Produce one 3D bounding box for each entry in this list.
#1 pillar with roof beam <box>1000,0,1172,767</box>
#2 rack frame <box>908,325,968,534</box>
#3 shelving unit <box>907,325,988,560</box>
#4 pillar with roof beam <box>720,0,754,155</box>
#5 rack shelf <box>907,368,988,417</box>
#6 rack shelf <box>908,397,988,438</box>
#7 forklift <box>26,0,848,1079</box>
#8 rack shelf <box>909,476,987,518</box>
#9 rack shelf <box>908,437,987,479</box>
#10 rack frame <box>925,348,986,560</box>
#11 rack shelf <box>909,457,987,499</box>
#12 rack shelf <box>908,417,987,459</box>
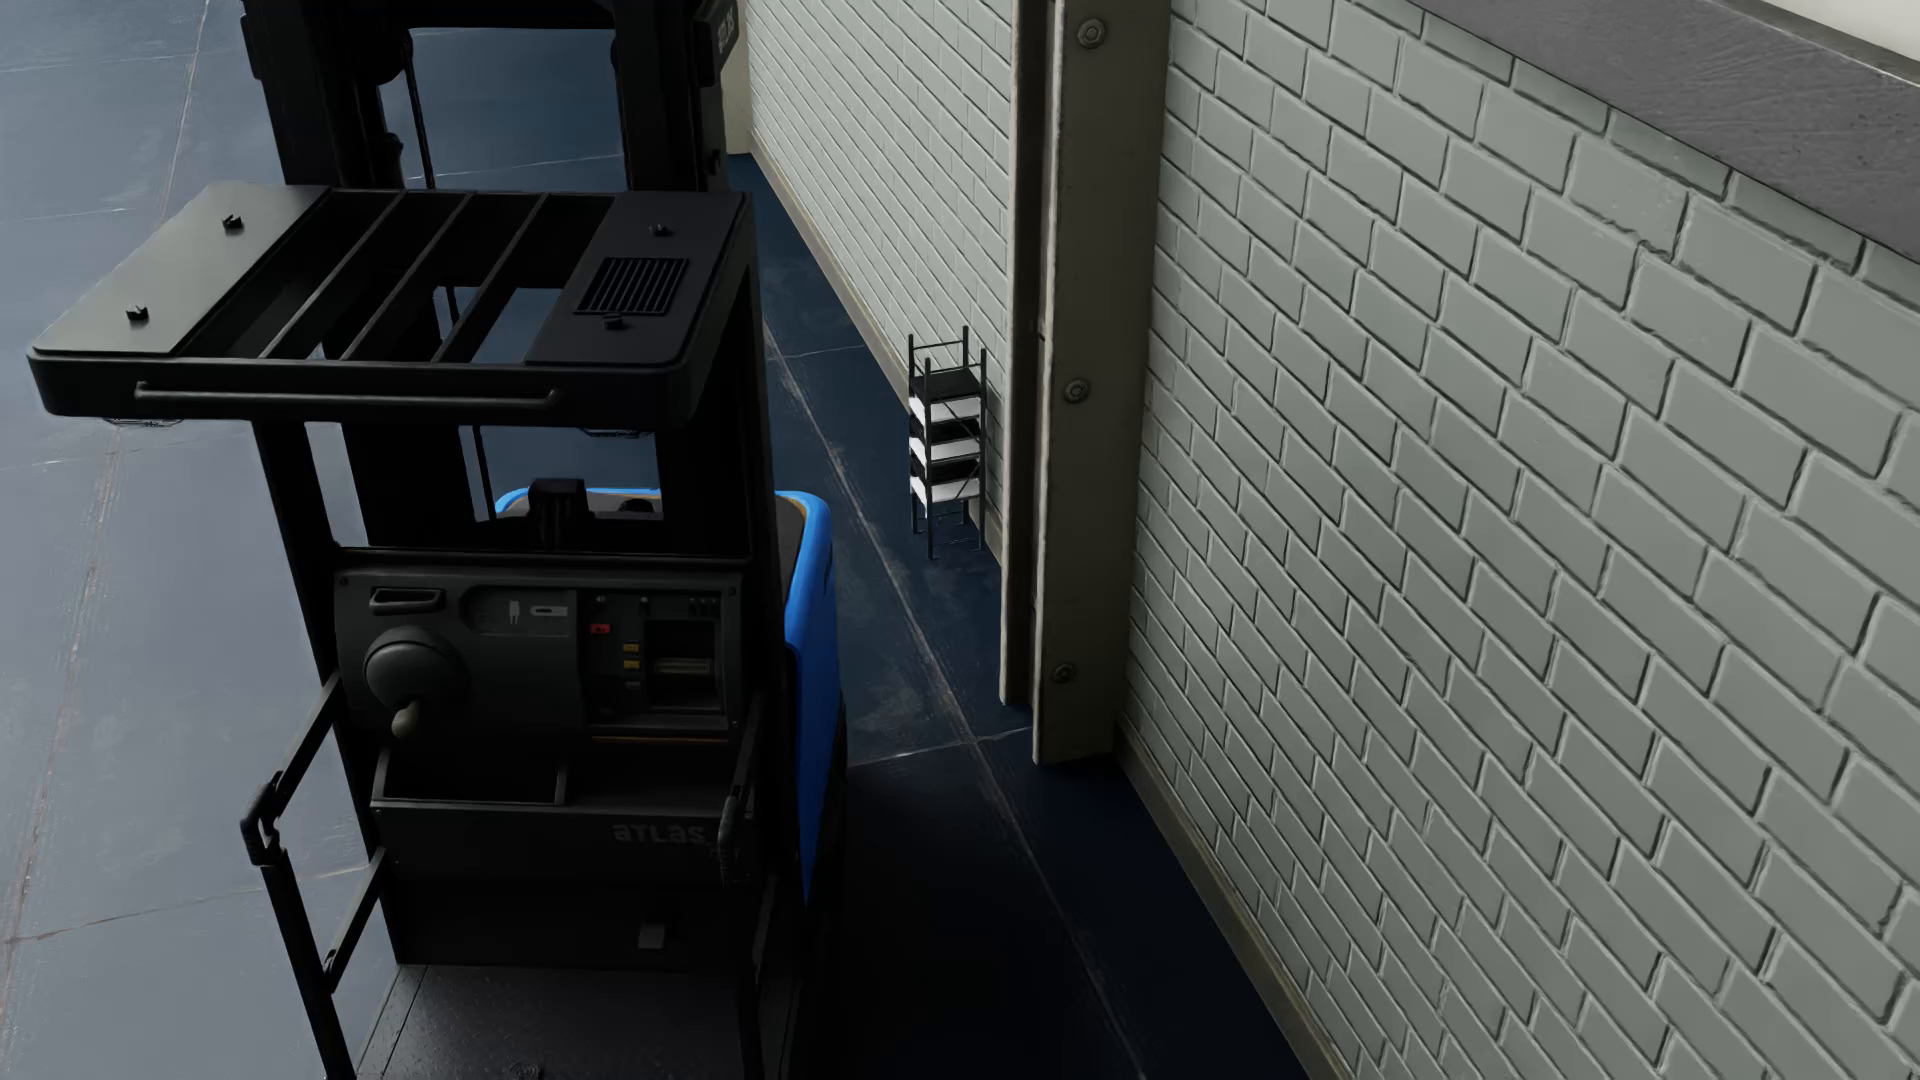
[{"bbox_3d":[-3.754,-2.397,2.215,9.100,9.000,0.400,-10,35,-15],"label":"pillar with roof beam"},{"bbox_3d":[-0.082,-0.423,6.574,0.240,0.900,0.006,-11,35,-16],"label":"rack frame"},{"bbox_3d":[-0.049,-0.370,6.493,0.258,0.900,0.210,-11,35,-16],"label":"shelving unit"},{"bbox_3d":[-5.584,-5.547,6.982,9.100,9.000,0.400,-10,35,-15],"label":"pillar with roof beam"},{"bbox_3d":[-0.049,-0.567,6.363,0.258,0.077,0.200,-11,35,-16],"label":"rack shelf"},{"bbox_3d":[-0.049,-0.492,6.412,0.258,0.077,0.200,-11,35,-16],"label":"rack shelf"},{"bbox_3d":[-0.961,0.322,3.604,1.130,2.935,3.031,1,33,2],"label":"forklift"},{"bbox_3d":[-0.049,-0.192,6.611,0.258,0.077,0.200,-11,35,-16],"label":"rack shelf"},{"bbox_3d":[-0.049,-0.342,6.512,0.258,0.077,0.200,-11,35,-16],"label":"rack shelf"},{"bbox_3d":[-0.016,-0.317,6.413,0.240,0.900,0.006,-11,35,-16],"label":"rack frame"},{"bbox_3d":[-0.049,-0.267,6.561,0.258,0.077,0.200,-11,35,-16],"label":"rack shelf"},{"bbox_3d":[-0.049,-0.417,6.462,0.258,0.077,0.200,-11,35,-16],"label":"rack shelf"}]
